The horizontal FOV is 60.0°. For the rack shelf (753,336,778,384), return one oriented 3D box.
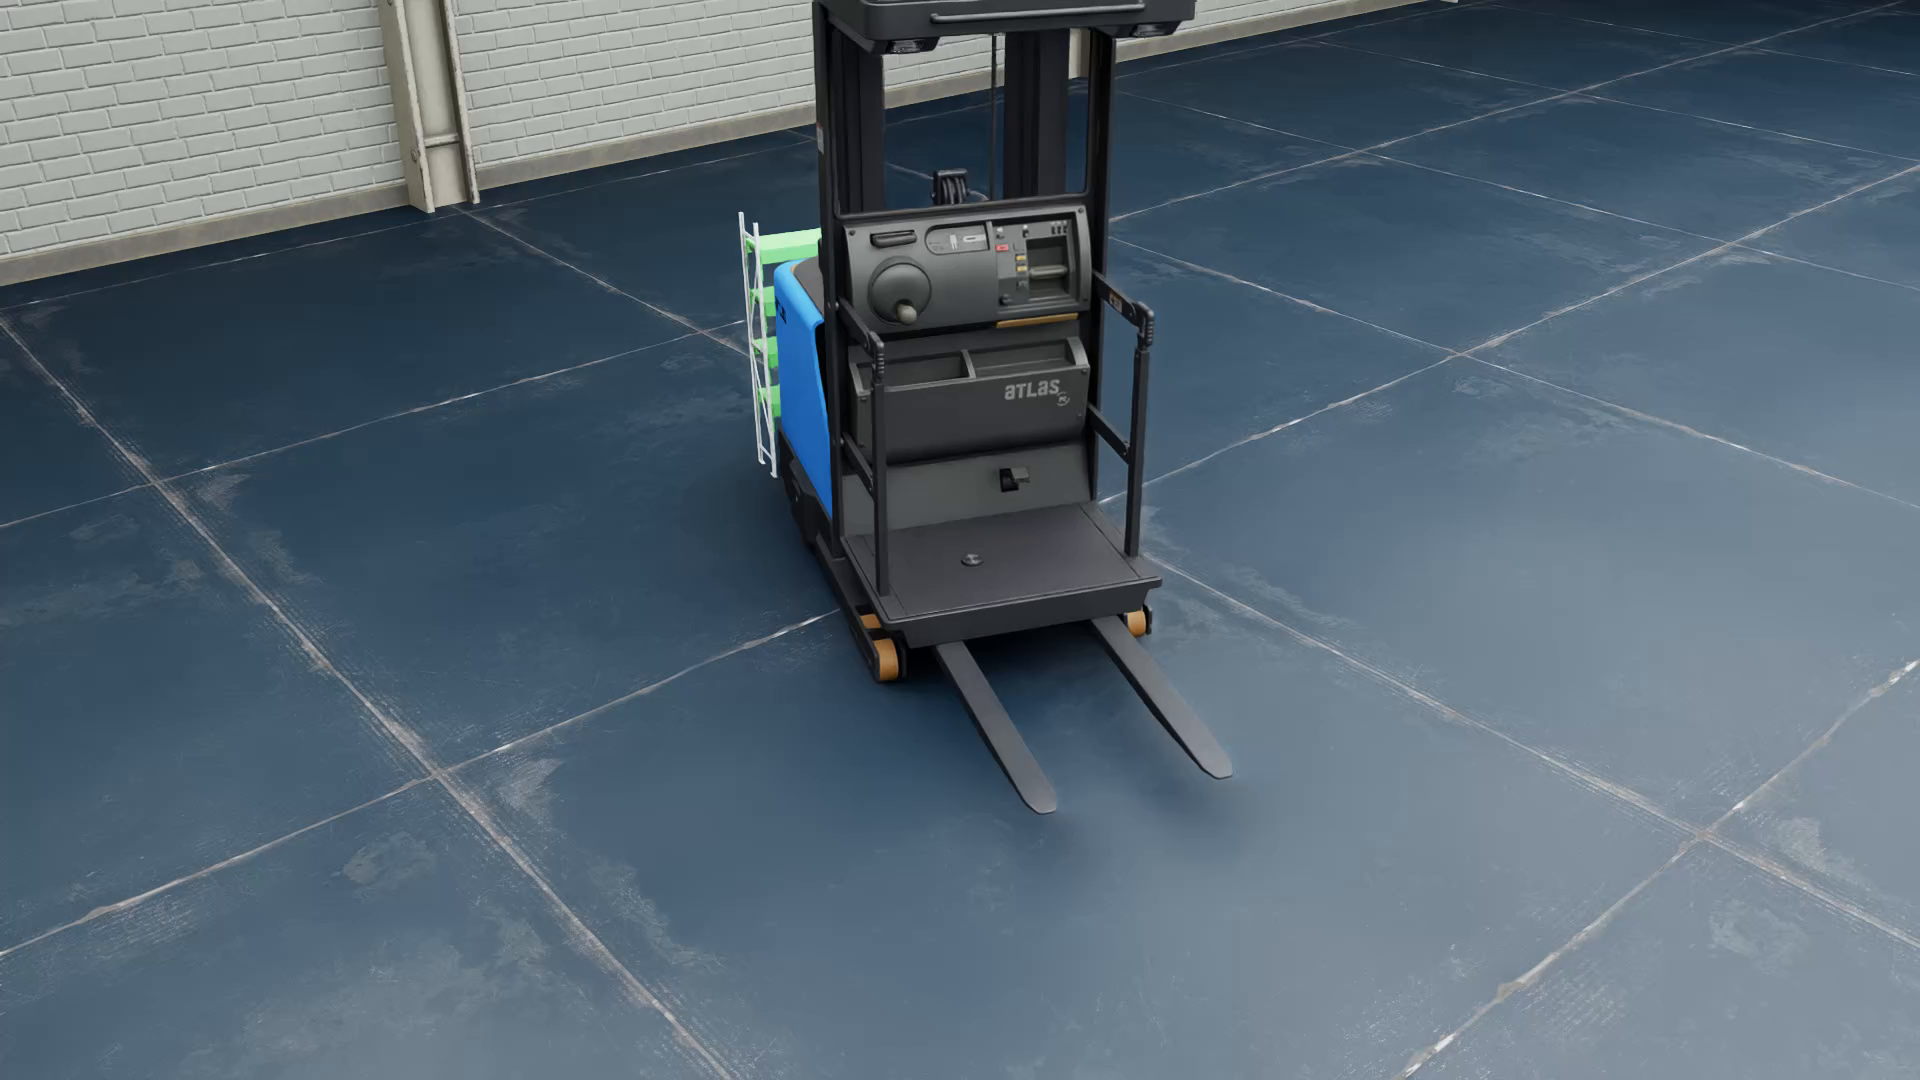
[{"bbox_3d":[-0.698,-0.869,7.722,0.480,0.148,0.258,-12,27,-21],"label":"rack shelf"}]

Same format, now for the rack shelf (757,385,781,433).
[{"bbox_3d":[-0.692,-0.651,7.823,0.480,0.148,0.258,-12,27,-21],"label":"rack shelf"}]

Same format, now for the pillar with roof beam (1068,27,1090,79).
[{"bbox_3d":[3.736,-6.632,10.112,0.400,9.000,9.100,-22,35,-35],"label":"pillar with roof beam"}]

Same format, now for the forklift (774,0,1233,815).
[{"bbox_3d":[0.105,-0.970,5.956,1.130,2.935,3.031,-9,29,-16],"label":"forklift"}]

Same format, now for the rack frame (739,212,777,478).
[{"bbox_3d":[-0.923,-0.881,7.608,0.015,1.200,0.240,-12,27,-21],"label":"rack frame"}]

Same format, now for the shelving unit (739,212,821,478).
[{"bbox_3d":[-0.700,-0.927,7.695,0.503,1.200,0.258,-12,27,-21],"label":"shelving unit"}]

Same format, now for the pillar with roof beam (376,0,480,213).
[{"bbox_3d":[-0.828,-4.796,6.677,0.400,9.000,9.100,-22,35,-35],"label":"pillar with roof beam"}]

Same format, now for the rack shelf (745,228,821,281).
[{"bbox_3d":[-0.710,-1.304,7.520,0.480,0.148,0.258,-12,27,-21],"label":"rack shelf"}]

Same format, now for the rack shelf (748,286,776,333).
[{"bbox_3d":[-0.704,-1.087,7.621,0.480,0.148,0.258,-12,27,-21],"label":"rack shelf"}]
